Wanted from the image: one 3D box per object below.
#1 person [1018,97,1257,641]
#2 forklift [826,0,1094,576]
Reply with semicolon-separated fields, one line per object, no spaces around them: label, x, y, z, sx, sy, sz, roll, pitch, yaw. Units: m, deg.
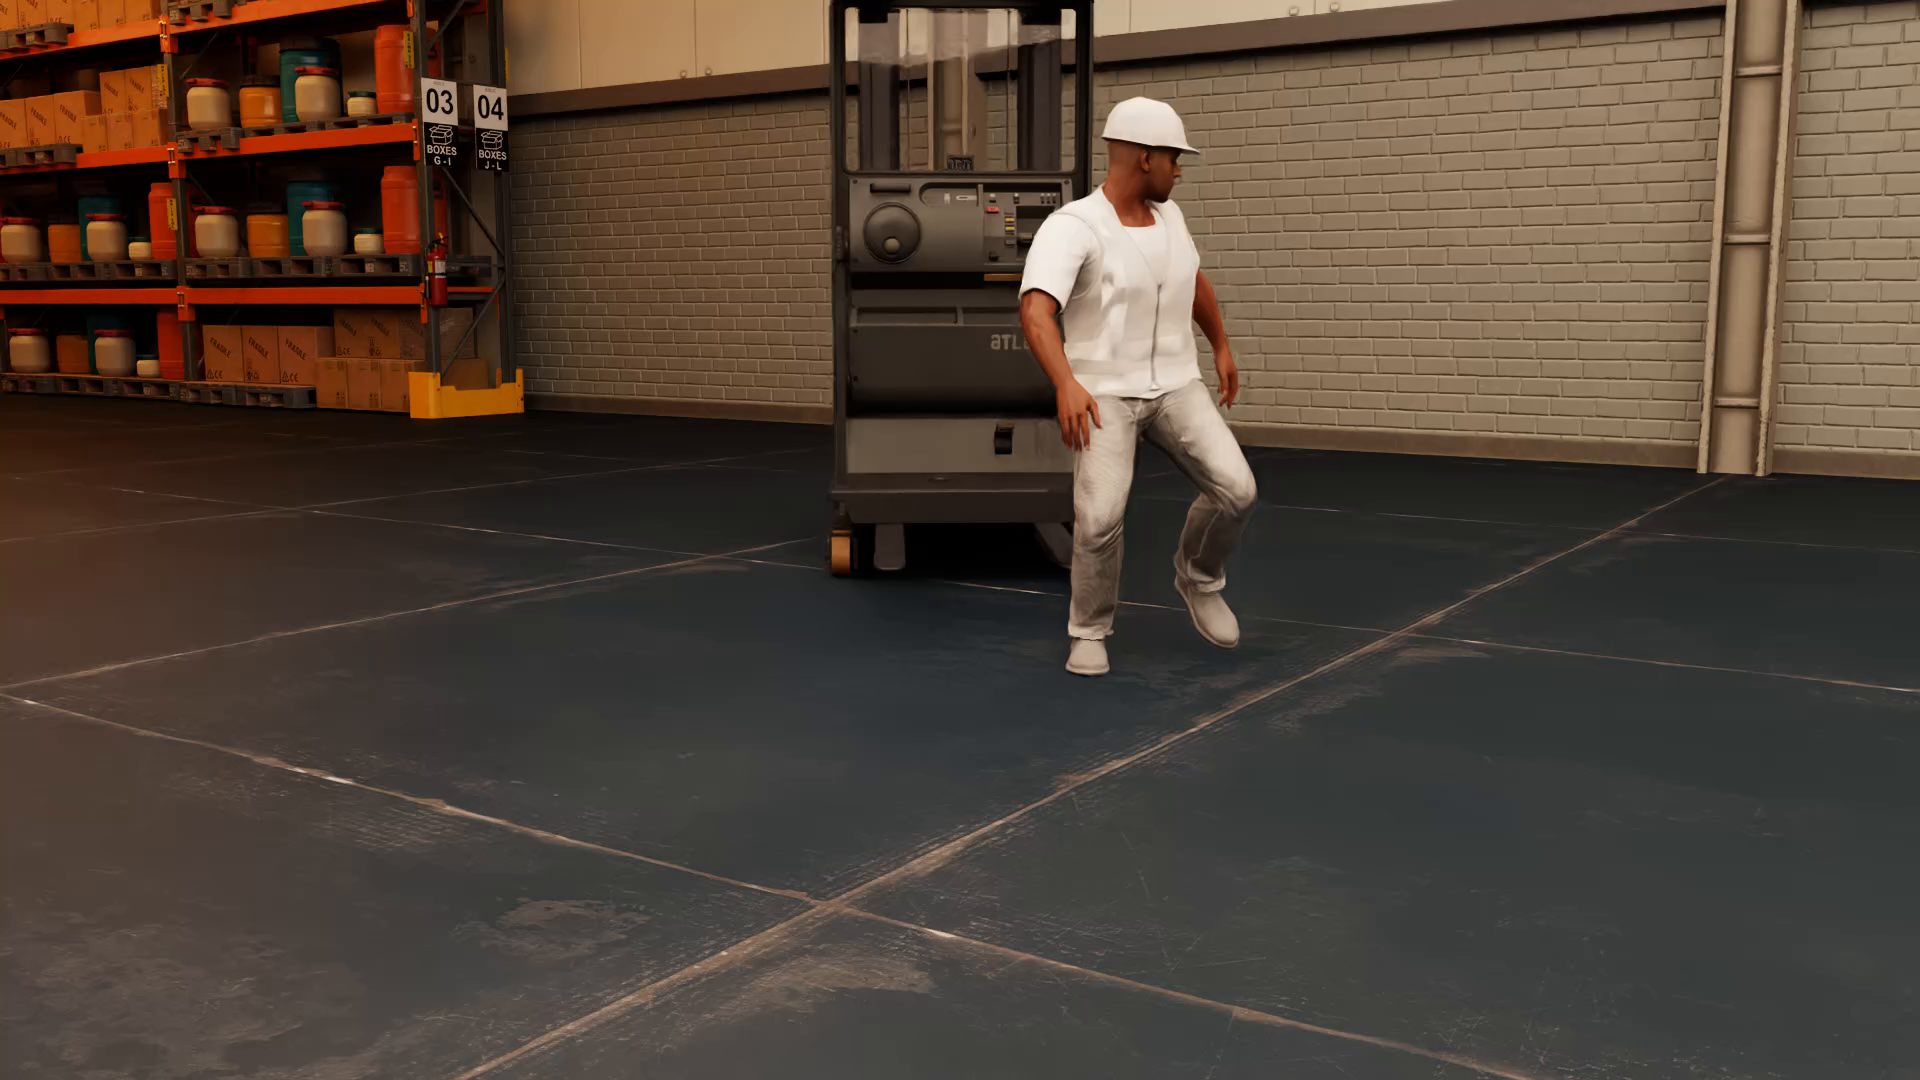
person;0.552;-0.488;4.902;0.858;1.583;0.621;-3;9;-19
forklift;0.017;-1.351;6.695;1.130;2.935;3.031;0;8;-2
